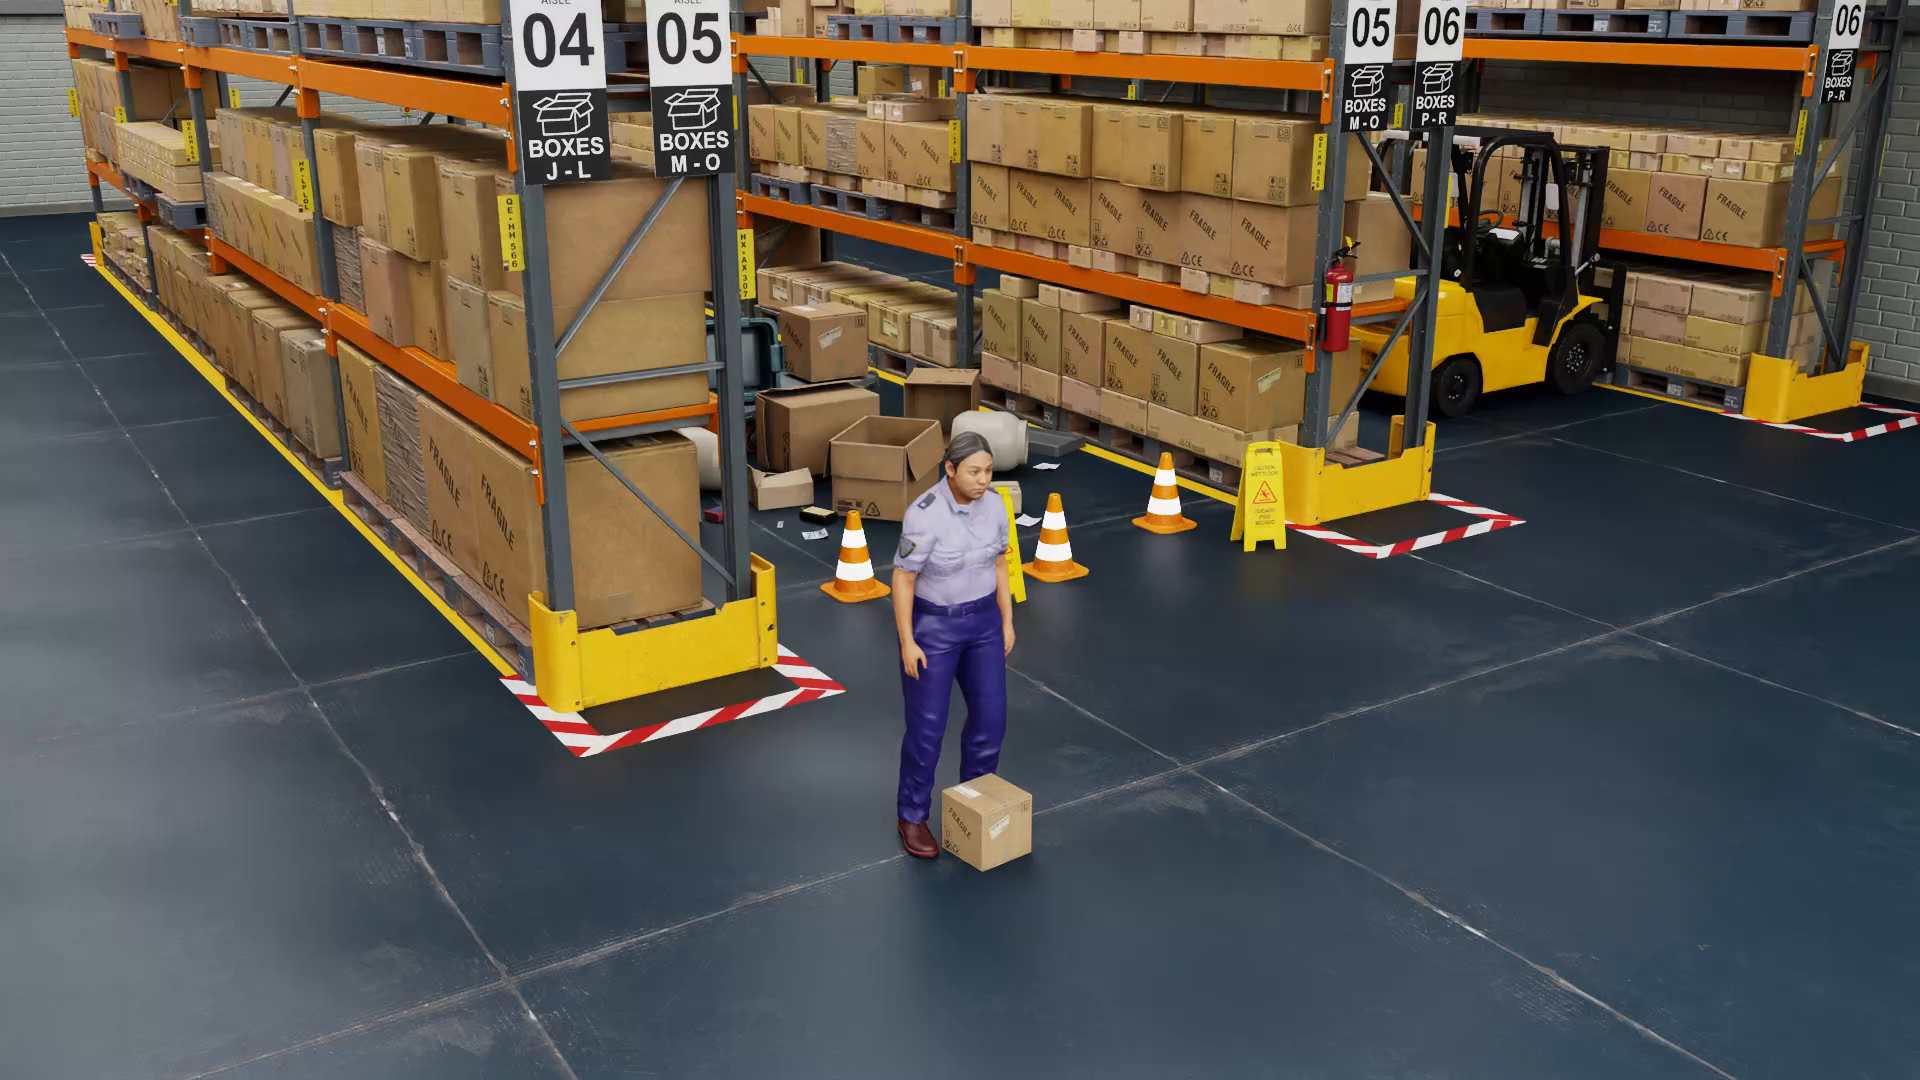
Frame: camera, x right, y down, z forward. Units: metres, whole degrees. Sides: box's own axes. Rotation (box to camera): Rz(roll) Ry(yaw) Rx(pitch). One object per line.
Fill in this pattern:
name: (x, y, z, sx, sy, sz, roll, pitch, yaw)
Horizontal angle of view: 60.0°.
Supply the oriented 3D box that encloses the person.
person: (-0.014, 0.375, 6.428, 0.545, 1.651, 0.414, -12, 22, -32)
